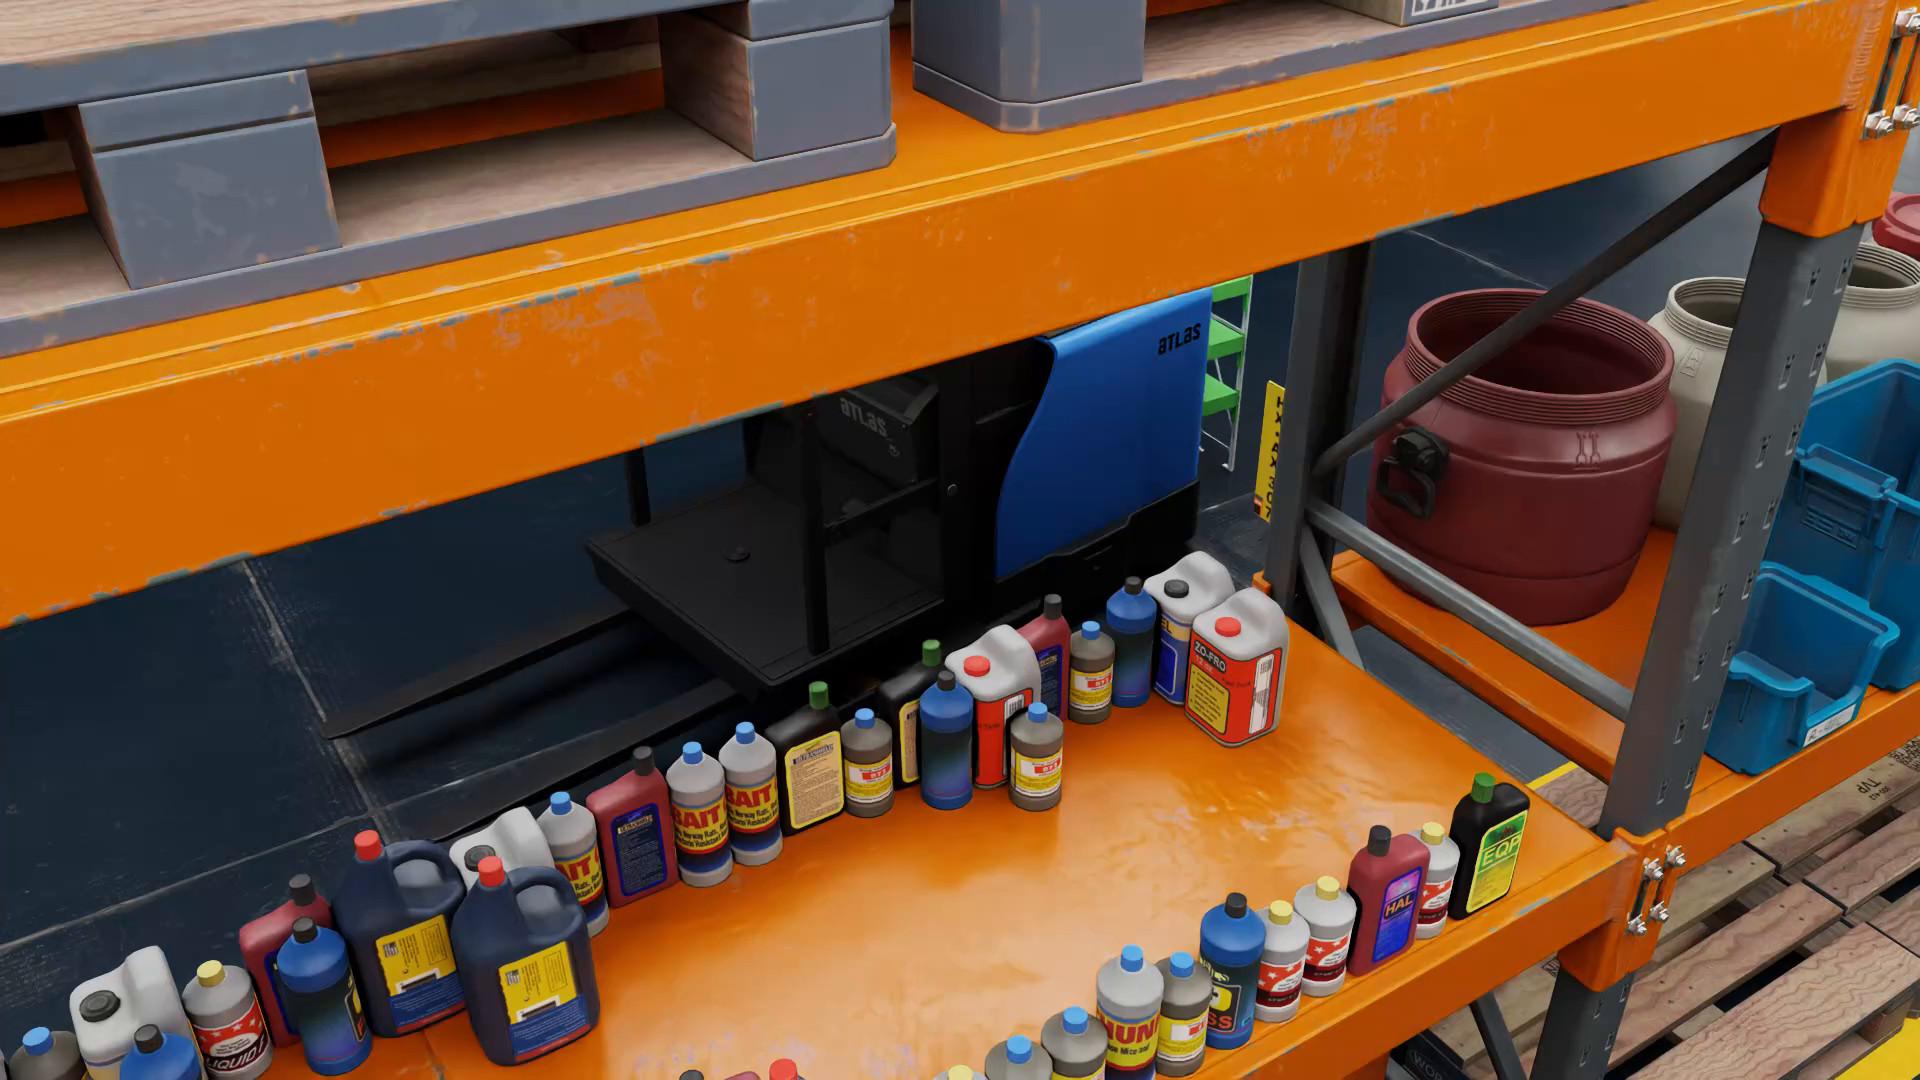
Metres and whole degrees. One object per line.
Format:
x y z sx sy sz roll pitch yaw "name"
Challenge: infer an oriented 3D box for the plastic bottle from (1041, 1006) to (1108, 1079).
0.164 0.761 2.419 0.097 0.201 0.097 0 32 0 "plastic bottle"

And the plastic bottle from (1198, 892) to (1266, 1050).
0.410 0.647 2.534 0.097 0.271 0.097 0 32 0 "plastic bottle"

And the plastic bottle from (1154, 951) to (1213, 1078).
0.328 0.704 2.508 0.097 0.201 0.097 0 32 0 "plastic bottle"

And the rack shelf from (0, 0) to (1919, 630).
-0.698 -0.250 1.698 4.000 0.370 1.077 -19 37 -27 "rack shelf"

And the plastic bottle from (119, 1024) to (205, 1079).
-1.101 0.781 2.321 0.097 0.271 0.097 0 32 0 "plastic bottle"

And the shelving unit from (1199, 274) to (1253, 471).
0.825 -0.771 6.348 0.503 1.200 0.258 -18 37 -27 "shelving unit"

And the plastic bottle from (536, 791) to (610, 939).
-0.639 0.526 2.726 0.097 0.271 0.097 0 32 0 "plastic bottle"

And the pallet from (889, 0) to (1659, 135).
0.287 -0.876 2.192 1.213 0.211 1.003 -19 37 -27 "pallet"

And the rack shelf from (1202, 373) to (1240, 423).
0.825 -0.514 6.510 0.480 0.148 0.258 -18 37 -27 "rack shelf"

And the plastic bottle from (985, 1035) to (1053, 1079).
0.083 0.789 2.374 0.097 0.201 0.097 0 32 0 "plastic bottle"

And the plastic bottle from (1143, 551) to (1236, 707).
0.444 0.169 3.288 0.135 0.276 0.152 -19 37 -27 "plastic bottle"

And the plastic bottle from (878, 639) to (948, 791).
-0.082 0.317 3.045 0.133 0.283 0.061 -19 37 -27 "plastic bottle"

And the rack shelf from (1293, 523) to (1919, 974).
2.664 -0.138 4.331 4.000 0.370 1.077 -19 37 -27 "rack shelf"

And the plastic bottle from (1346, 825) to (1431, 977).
0.680 0.560 2.660 0.133 0.283 0.061 -19 37 -27 "plastic bottle"

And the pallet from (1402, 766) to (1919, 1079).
1.655 1.109 4.294 1.213 0.211 1.003 -19 37 -27 "pallet"

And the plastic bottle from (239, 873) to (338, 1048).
-1.014 0.638 2.536 0.133 0.283 0.061 -19 37 -27 "plastic bottle"

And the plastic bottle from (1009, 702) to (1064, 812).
0.139 0.384 3.015 0.097 0.201 0.097 0 32 0 "plastic bottle"

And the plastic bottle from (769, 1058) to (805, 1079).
-0.243 0.823 2.180 0.185 0.351 0.144 -19 37 -27 "plastic bottle"

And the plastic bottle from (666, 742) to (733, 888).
-0.445 0.459 2.832 0.097 0.271 0.097 0 32 0 "plastic bottle"

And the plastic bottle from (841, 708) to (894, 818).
-0.169 0.394 3.001 0.097 0.201 0.097 0 32 0 "plastic bottle"

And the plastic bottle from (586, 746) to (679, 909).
-0.552 0.479 2.789 0.133 0.283 0.061 -19 37 -27 "plastic bottle"

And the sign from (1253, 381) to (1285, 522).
0.679 -0.178 3.567 0.005 0.325 0.100 -19 37 -27 "sign"

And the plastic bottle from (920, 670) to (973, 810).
-0.024 0.353 3.000 0.097 0.271 0.097 0 32 0 "plastic bottle"

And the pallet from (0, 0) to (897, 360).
-0.821 -0.496 1.591 1.213 0.211 1.003 -19 37 -27 "pallet"

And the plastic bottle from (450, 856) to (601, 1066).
-0.662 0.612 2.515 0.185 0.351 0.144 -19 37 -27 "plastic bottle"

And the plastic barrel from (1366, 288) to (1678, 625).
1.209 -0.192 3.615 0.708 0.536 0.600 -19 37 -27 "plastic barrel"

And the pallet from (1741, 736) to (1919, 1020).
2.680 0.758 4.850 1.213 0.211 1.003 -19 37 -27 "pallet"

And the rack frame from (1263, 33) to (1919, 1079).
0.983 0.136 3.223 0.127 3.000 1.000 -19 37 -27 "rack frame"

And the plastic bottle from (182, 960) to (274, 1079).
-1.101 0.714 2.492 0.097 0.201 0.097 0 32 0 "plastic bottle"

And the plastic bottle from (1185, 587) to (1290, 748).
0.527 0.237 3.179 0.135 0.276 0.152 -19 37 -27 "plastic bottle"

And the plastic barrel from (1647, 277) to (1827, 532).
1.732 -0.304 3.816 0.421 0.512 0.421 0 32 0 "plastic barrel"

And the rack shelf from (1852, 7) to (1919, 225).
2.664 -1.407 3.531 4.000 0.370 1.077 -19 37 -27 "rack shelf"

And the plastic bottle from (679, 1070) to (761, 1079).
-0.320 0.813 2.260 0.133 0.283 0.061 -19 37 -27 "plastic bottle"

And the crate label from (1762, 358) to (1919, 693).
1.965 -0.045 3.477 0.616 0.435 0.502 -19 37 -27 "crate label"

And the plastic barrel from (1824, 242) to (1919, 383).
2.086 -0.426 4.009 0.421 0.512 0.421 0 32 0 "plastic barrel"

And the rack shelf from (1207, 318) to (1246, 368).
0.825 -0.717 6.382 0.480 0.148 0.258 -18 37 -27 "rack shelf"

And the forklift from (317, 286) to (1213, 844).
-0.559 -0.890 4.913 3.031 2.935 1.130 -25 40 -34 "forklift"

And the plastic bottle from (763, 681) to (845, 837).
-0.276 0.384 2.939 0.133 0.283 0.061 -19 37 -27 "plastic bottle"

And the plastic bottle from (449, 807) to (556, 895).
-0.721 0.569 2.652 0.135 0.276 0.152 -19 37 -27 "plastic bottle"

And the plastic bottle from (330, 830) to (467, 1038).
-0.858 0.582 2.562 0.185 0.351 0.144 -19 37 -27 "plastic bottle"

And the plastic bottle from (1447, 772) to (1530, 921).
0.874 0.494 2.766 0.133 0.283 0.061 -19 37 -27 "plastic bottle"

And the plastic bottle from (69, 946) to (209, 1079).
-1.184 0.728 2.400 0.135 0.276 0.152 -19 37 -27 "plastic bottle"

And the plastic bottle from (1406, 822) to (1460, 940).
0.767 0.553 2.747 0.097 0.201 0.097 0 32 0 "plastic bottle"

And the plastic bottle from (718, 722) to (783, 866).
-0.363 0.431 2.876 0.097 0.271 0.097 0 32 0 "plastic bottle"

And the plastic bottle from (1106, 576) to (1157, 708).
0.332 0.192 3.255 0.097 0.271 0.097 0 32 0 "plastic bottle"

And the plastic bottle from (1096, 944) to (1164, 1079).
0.246 0.703 2.445 0.097 0.271 0.097 0 32 0 "plastic bottle"

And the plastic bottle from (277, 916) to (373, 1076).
-0.956 0.673 2.492 0.097 0.271 0.097 0 32 0 "plastic bottle"

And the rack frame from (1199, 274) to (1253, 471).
1.032 -0.840 6.457 0.015 1.200 0.240 -18 37 -27 "rack frame"

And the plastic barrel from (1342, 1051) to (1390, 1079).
0.581 1.025 3.454 0.708 0.830 0.600 -19 37 -27 "plastic barrel"

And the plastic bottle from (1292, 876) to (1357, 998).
0.573 0.620 2.642 0.097 0.201 0.097 0 32 0 "plastic bottle"

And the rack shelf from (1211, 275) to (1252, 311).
0.825 -0.920 6.254 0.480 0.148 0.258 -18 37 -27 "rack shelf"

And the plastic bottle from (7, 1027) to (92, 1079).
-1.296 0.781 2.386 0.097 0.201 0.097 0 32 0 "plastic bottle"

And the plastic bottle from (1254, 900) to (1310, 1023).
0.492 0.648 2.597 0.097 0.201 0.097 0 32 0 "plastic bottle"

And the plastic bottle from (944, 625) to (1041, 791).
0.055 0.302 3.076 0.135 0.276 0.152 -19 37 -27 "plastic bottle"

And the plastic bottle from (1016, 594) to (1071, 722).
0.143 0.240 3.167 0.133 0.283 0.061 -19 37 -27 "plastic bottle"

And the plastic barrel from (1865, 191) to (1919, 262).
2.442 -0.562 4.203 0.433 0.535 0.433 0 32 0 "plastic barrel"

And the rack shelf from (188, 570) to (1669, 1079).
-0.698 1.018 2.498 4.000 0.370 1.077 -19 37 -27 "rack shelf"

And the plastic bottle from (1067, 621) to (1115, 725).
0.250 0.249 3.229 0.097 0.201 0.097 0 32 0 "plastic bottle"

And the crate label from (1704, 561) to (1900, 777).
1.540 0.253 3.194 0.416 0.233 0.303 -19 37 -27 "crate label"

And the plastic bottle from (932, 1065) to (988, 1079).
0.001 0.817 2.329 0.097 0.201 0.097 0 32 0 "plastic bottle"
